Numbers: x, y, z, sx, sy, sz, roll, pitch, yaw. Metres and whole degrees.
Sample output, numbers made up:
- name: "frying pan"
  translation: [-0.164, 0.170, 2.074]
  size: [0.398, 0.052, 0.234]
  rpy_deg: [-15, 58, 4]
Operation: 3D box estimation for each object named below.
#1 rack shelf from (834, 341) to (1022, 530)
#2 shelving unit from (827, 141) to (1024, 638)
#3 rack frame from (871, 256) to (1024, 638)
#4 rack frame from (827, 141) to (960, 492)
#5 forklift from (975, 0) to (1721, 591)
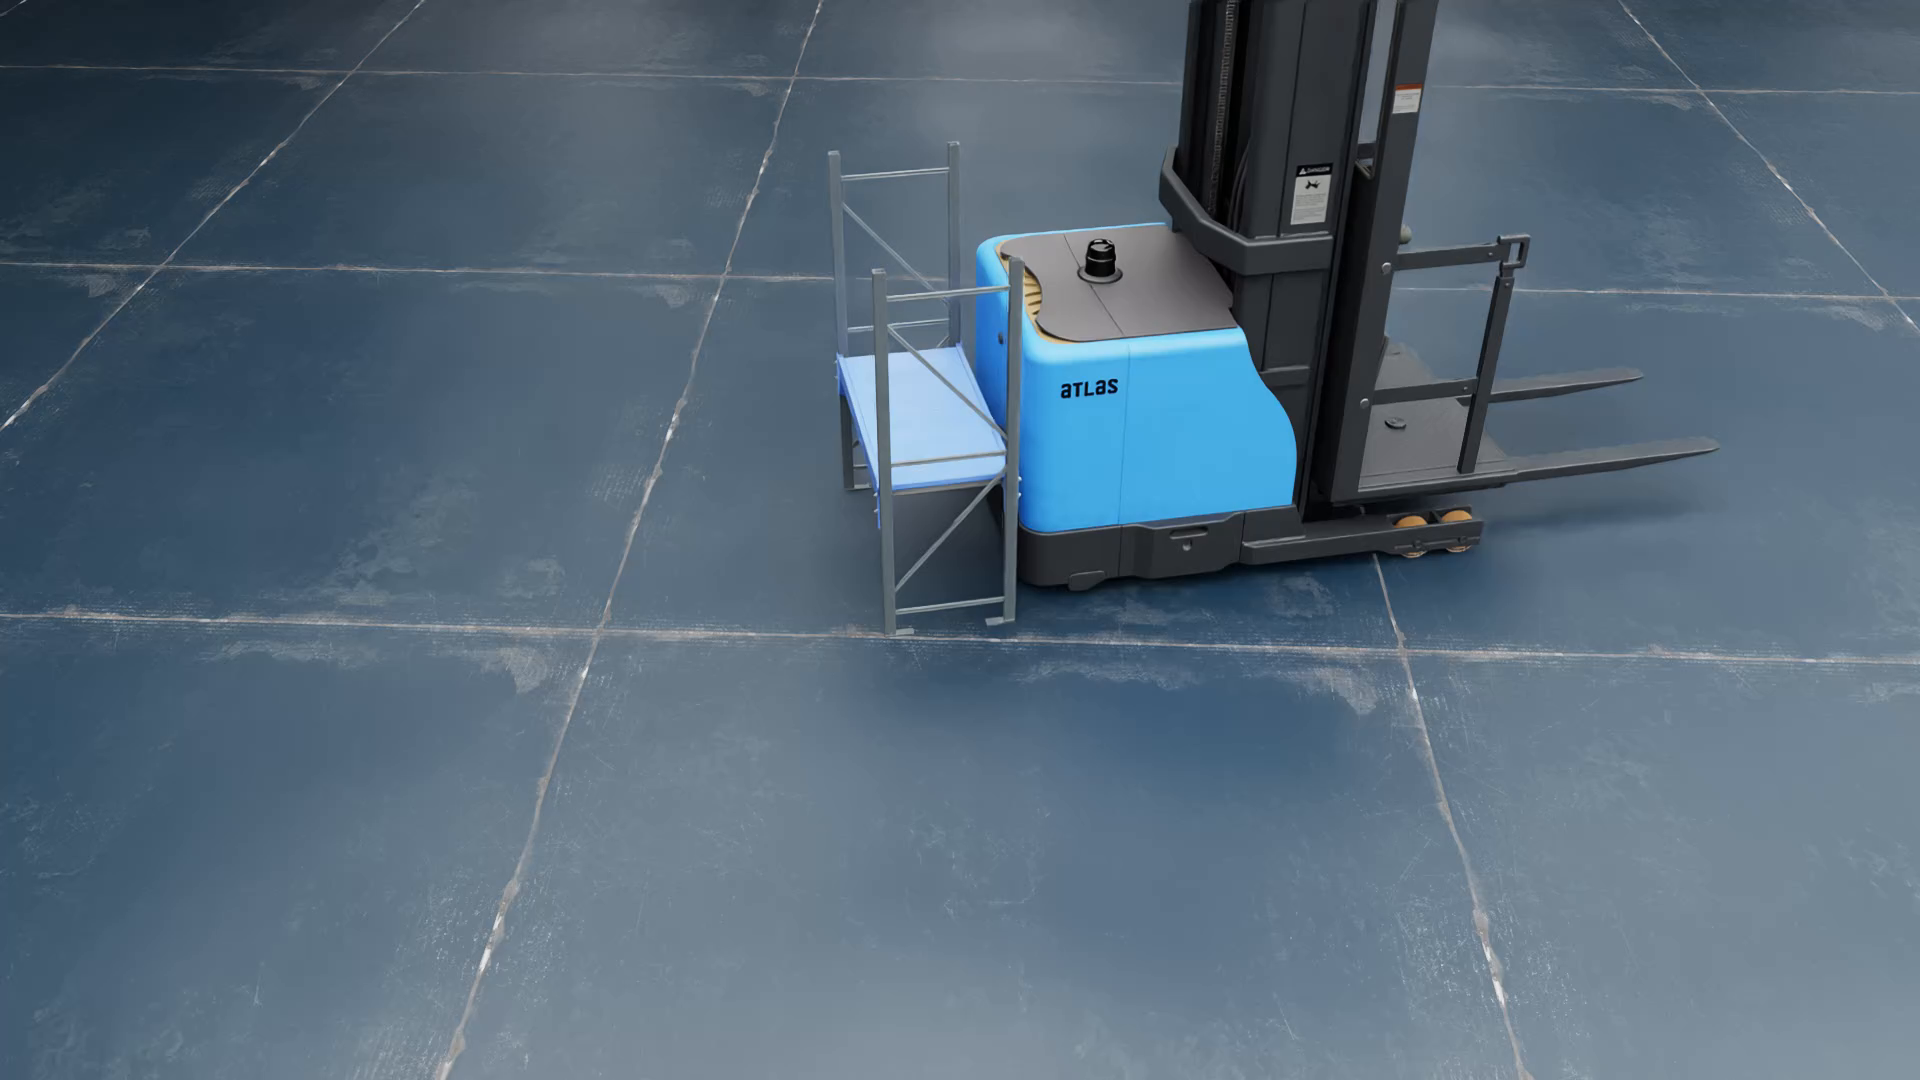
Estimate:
- name: "rack shelf"
  translation: [-0.143, -0.422, 6.359]
  size: [0.538, 0.185, 1.000]
  rpy_deg: [-7, 36, -10]
- name: "shelving unit"
  translation: [-0.143, -0.569, 6.256]
  size: [0.538, 1.500, 1.048]
  rpy_deg: [-7, 36, -10]
- name: "rack frame"
  translation: [-0.039, -0.283, 5.849]
  size: [0.500, 1.500, 0.032]
  rpy_deg: [-7, 36, -10]
- name: "rack frame"
  translation: [-0.247, -0.855, 6.663]
  size: [0.500, 1.500, 0.032]
  rpy_deg: [-7, 36, -10]
- name: "forklift"
  translation: [1.619, -1.420, 6.222]
  size: [3.031, 2.935, 1.130]
  rpy_deg: [-7, 36, -9]
